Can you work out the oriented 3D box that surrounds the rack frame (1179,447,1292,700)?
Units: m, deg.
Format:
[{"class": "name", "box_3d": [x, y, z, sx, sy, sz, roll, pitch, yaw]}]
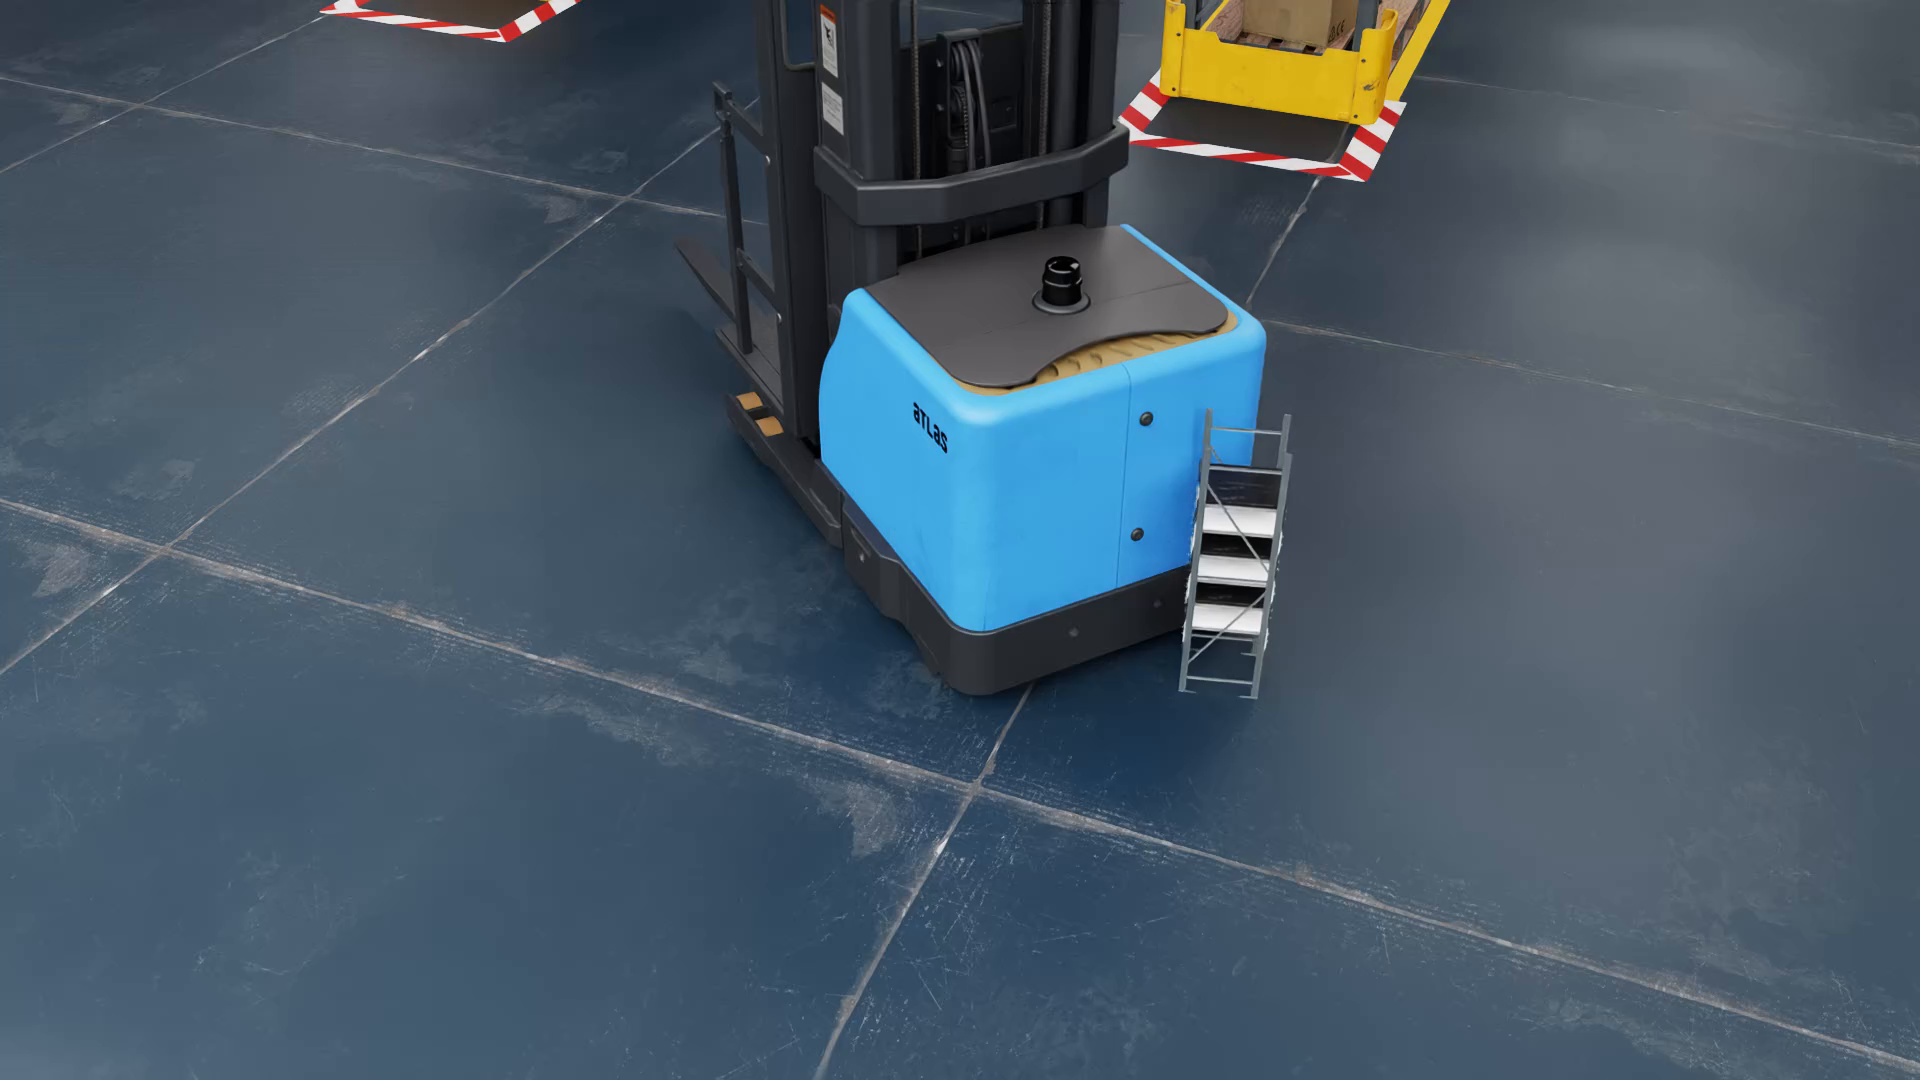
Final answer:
[{"class": "rack frame", "box_3d": [0.792, 0.117, 4.842, 0.240, 0.900, 0.006, 5, 37, 7]}]

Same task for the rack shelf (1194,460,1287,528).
[{"class": "rack shelf", "box_3d": [0.807, -0.133, 4.781, 0.258, 0.077, 0.200, 5, 37, 7]}]

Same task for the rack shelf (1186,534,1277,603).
[{"class": "rack shelf", "box_3d": [0.807, 0.083, 4.943, 0.258, 0.077, 0.200, 5, 37, 7]}]

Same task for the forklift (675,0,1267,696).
[{"class": "forklift", "box_3d": [-0.222, -1.574, 5.408, 1.130, 2.935, 3.031, -17, 40, -22]}]

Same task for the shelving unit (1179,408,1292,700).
[{"class": "shelving unit", "box_3d": [0.807, 0.056, 4.923, 0.258, 0.900, 0.210, 5, 37, 7]}]

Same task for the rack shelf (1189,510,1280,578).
[{"class": "rack shelf", "box_3d": [0.807, 0.011, 4.889, 0.258, 0.077, 0.200, 5, 37, 7]}]

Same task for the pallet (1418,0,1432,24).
[{"class": "pallet", "box_3d": [2.472, -3.569, 10.348, 1.003, 0.211, 1.213, 14, 39, 18]}]

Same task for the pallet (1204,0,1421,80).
[{"class": "pallet", "box_3d": [2.006, -2.895, 9.448, 1.003, 0.211, 1.213, 14, 39, 18]}]

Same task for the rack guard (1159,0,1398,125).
[{"class": "rack guard", "box_3d": [1.664, -2.569, 8.770, 1.175, 0.500, 0.348, 14, 39, 18]}]

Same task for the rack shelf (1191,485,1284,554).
[{"class": "rack shelf", "box_3d": [0.807, -0.061, 4.835, 0.258, 0.077, 0.200, 5, 37, 7]}]

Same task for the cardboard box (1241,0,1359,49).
[{"class": "cardboard box", "box_3d": [1.888, -3.037, 9.045, 0.500, 0.500, 0.500, 21, 42, 26]}]

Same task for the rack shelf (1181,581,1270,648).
[{"class": "rack shelf", "box_3d": [0.807, 0.227, 5.051, 0.258, 0.077, 0.200, 5, 37, 7]}]

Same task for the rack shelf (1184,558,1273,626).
[{"class": "rack shelf", "box_3d": [0.807, 0.155, 4.997, 0.258, 0.077, 0.200, 5, 37, 7]}]

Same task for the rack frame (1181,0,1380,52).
[{"class": "rack frame", "box_3d": [1.635, -3.529, 7.965, 1.000, 3.000, 0.127, 14, 39, 18]}]

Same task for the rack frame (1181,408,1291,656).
[{"class": "rack frame", "box_3d": [0.821, -0.004, 5.003, 0.240, 0.900, 0.006, 5, 37, 7]}]
